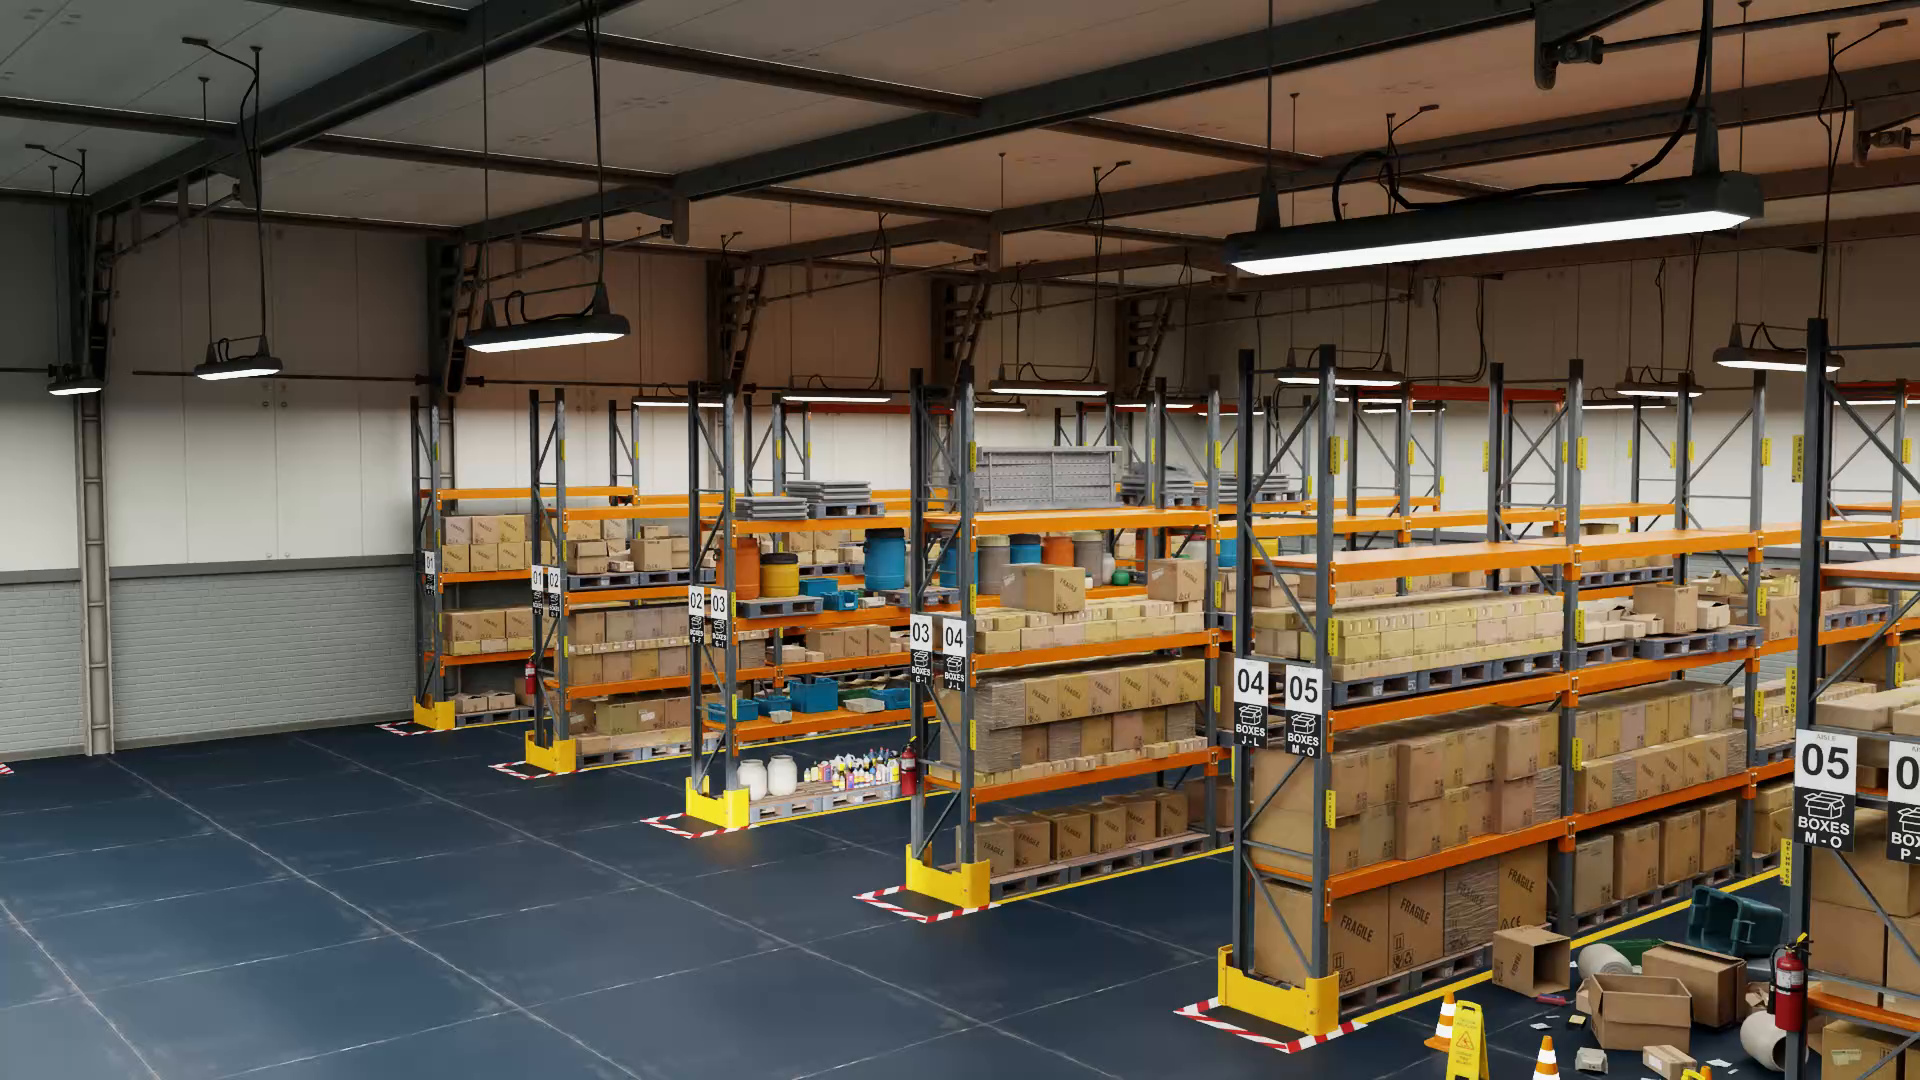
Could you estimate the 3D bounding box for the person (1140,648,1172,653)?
[{"bbox_3d":[3.764,2.400,32.108,0.739,1.751,0.849,3,5,42],"label":"person"}]
